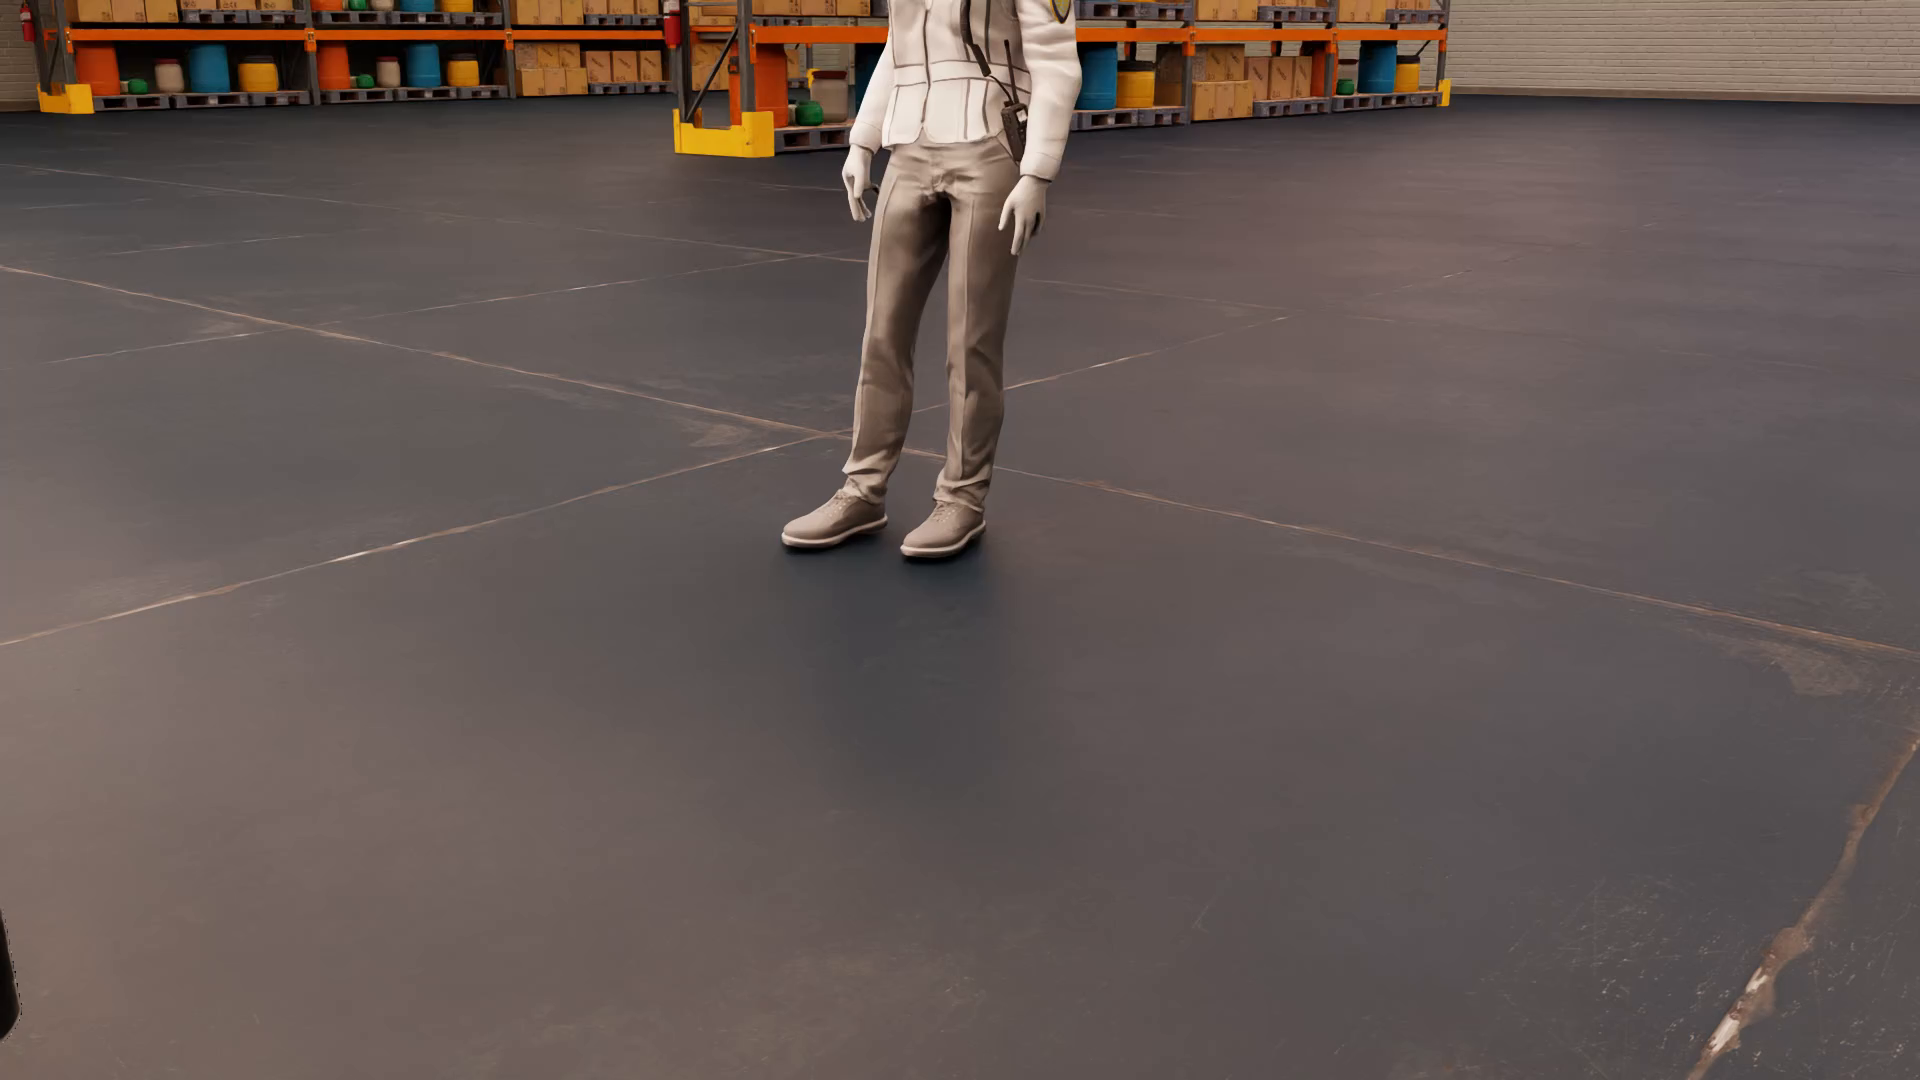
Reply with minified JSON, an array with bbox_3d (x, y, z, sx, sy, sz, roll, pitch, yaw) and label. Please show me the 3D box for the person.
[{"bbox_3d":[-0.049,-0.803,3.647,0.586,1.694,0.530,13,21,37],"label":"person"}]
